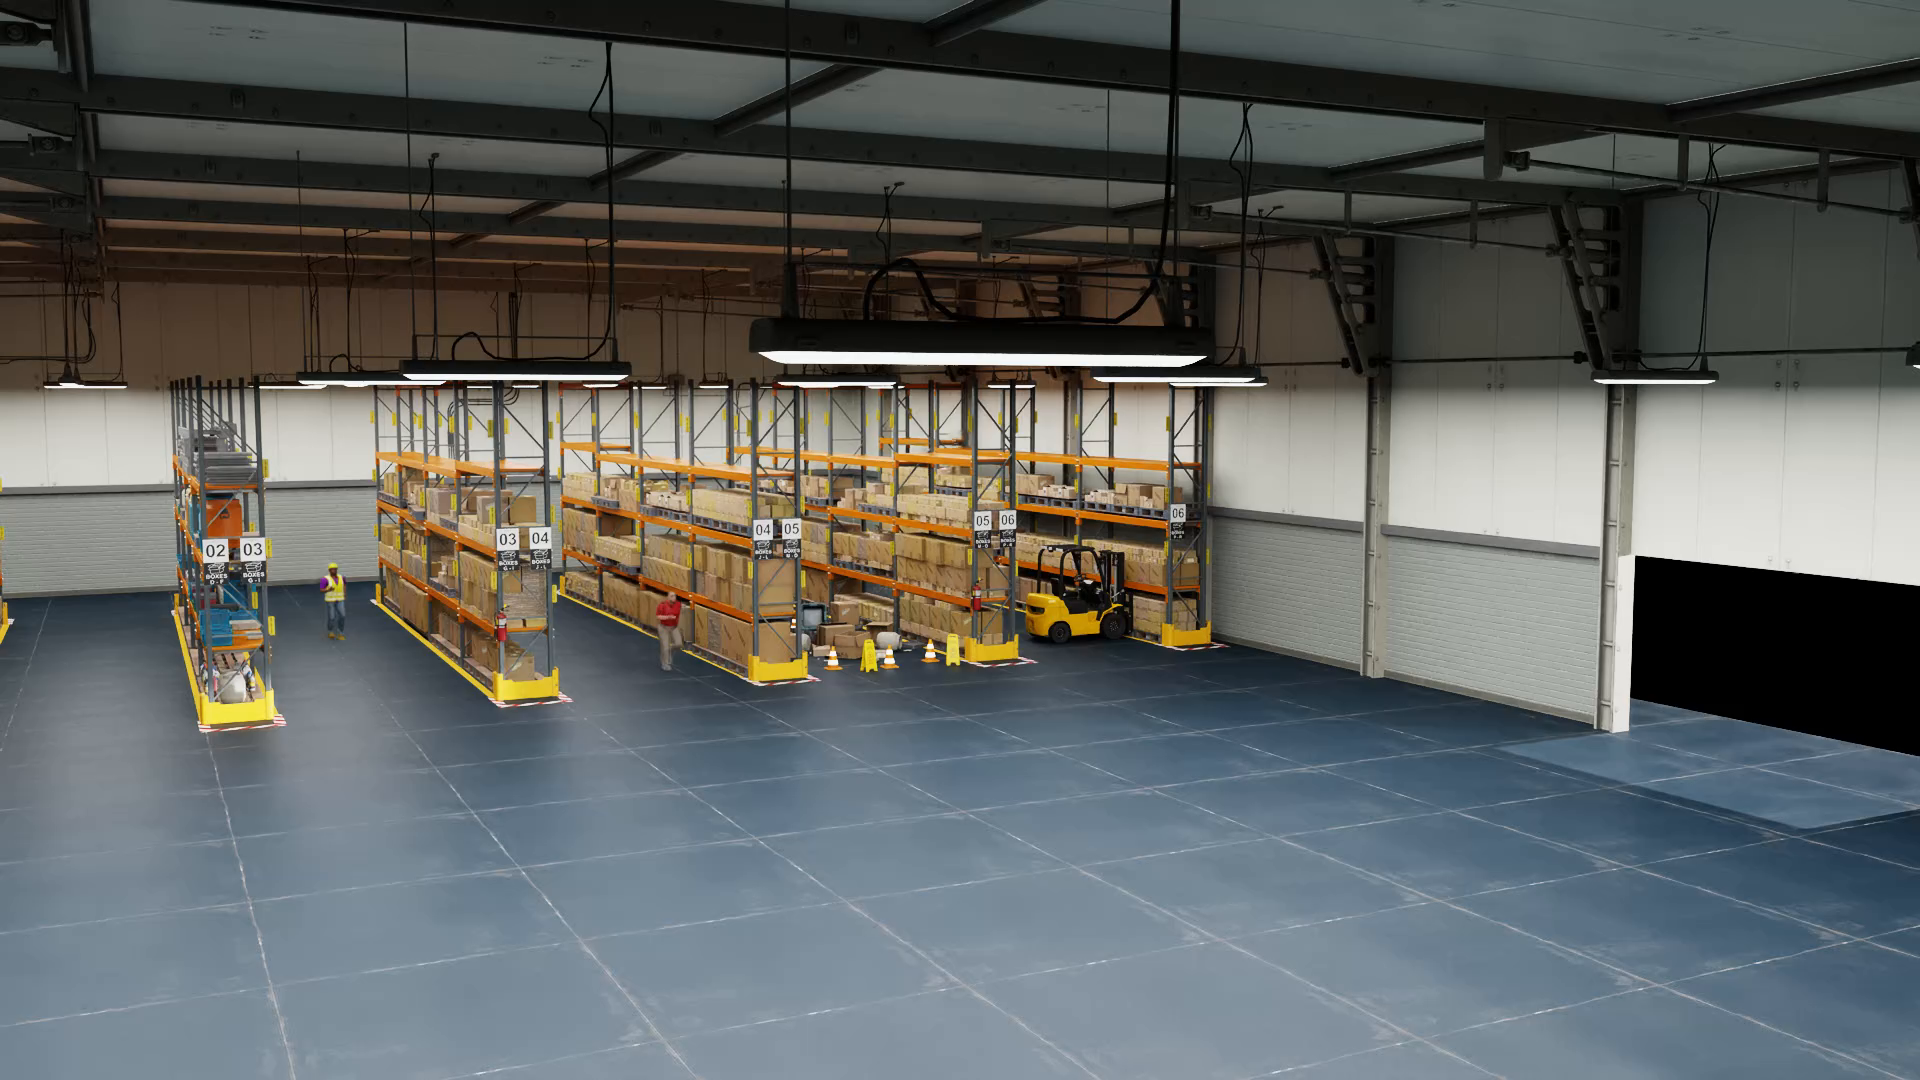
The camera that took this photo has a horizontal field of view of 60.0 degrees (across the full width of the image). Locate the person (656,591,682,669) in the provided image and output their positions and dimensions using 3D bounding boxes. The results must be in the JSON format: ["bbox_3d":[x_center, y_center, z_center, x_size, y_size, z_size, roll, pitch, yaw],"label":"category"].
[{"bbox_3d":[-5.928,1.853,34.107,0.653,1.655,0.784,-3,6,-33],"label":"person"}]

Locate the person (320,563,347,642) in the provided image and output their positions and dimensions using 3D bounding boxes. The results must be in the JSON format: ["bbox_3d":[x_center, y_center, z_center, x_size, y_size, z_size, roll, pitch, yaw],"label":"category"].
[{"bbox_3d":[-14.379,1.442,38.253,0.671,1.822,0.723,-4,6,-38],"label":"person"}]

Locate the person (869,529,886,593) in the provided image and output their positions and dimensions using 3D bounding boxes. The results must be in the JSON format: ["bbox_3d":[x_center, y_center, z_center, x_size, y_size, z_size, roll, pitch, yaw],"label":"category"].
[{"bbox_3d":[-2.233,0.589,44.980,0.596,1.770,0.691,-3,6,-32],"label":"person"}]
